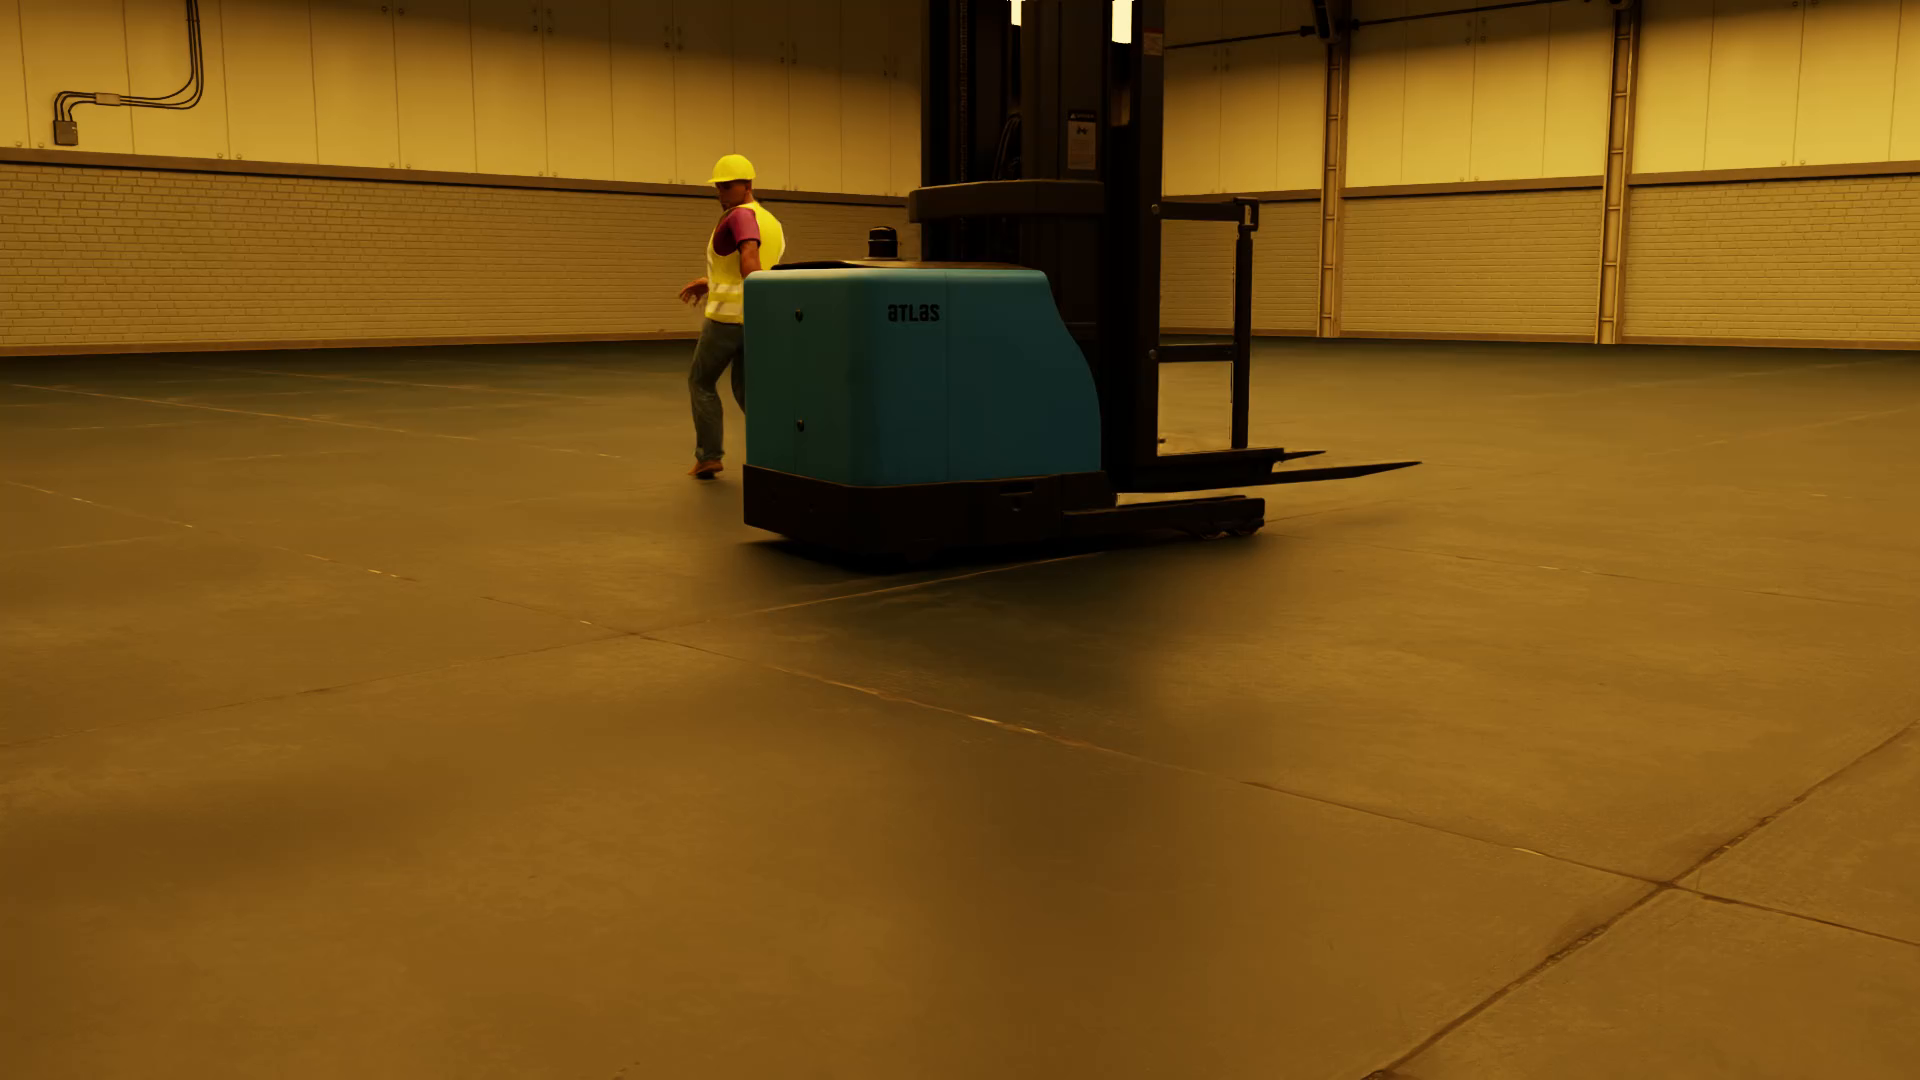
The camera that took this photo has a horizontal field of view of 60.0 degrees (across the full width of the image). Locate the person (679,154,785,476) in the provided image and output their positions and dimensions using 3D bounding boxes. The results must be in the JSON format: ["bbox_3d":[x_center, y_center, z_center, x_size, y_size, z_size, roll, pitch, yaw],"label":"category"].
[{"bbox_3d":[-1.148,-1.145,8.771,0.936,1.738,0.604,7,11,39],"label":"person"}]

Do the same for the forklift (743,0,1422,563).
[{"bbox_3d":[0.652,-1.507,6.883,3.031,2.935,1.130,-5,10,-32],"label":"forklift"}]
